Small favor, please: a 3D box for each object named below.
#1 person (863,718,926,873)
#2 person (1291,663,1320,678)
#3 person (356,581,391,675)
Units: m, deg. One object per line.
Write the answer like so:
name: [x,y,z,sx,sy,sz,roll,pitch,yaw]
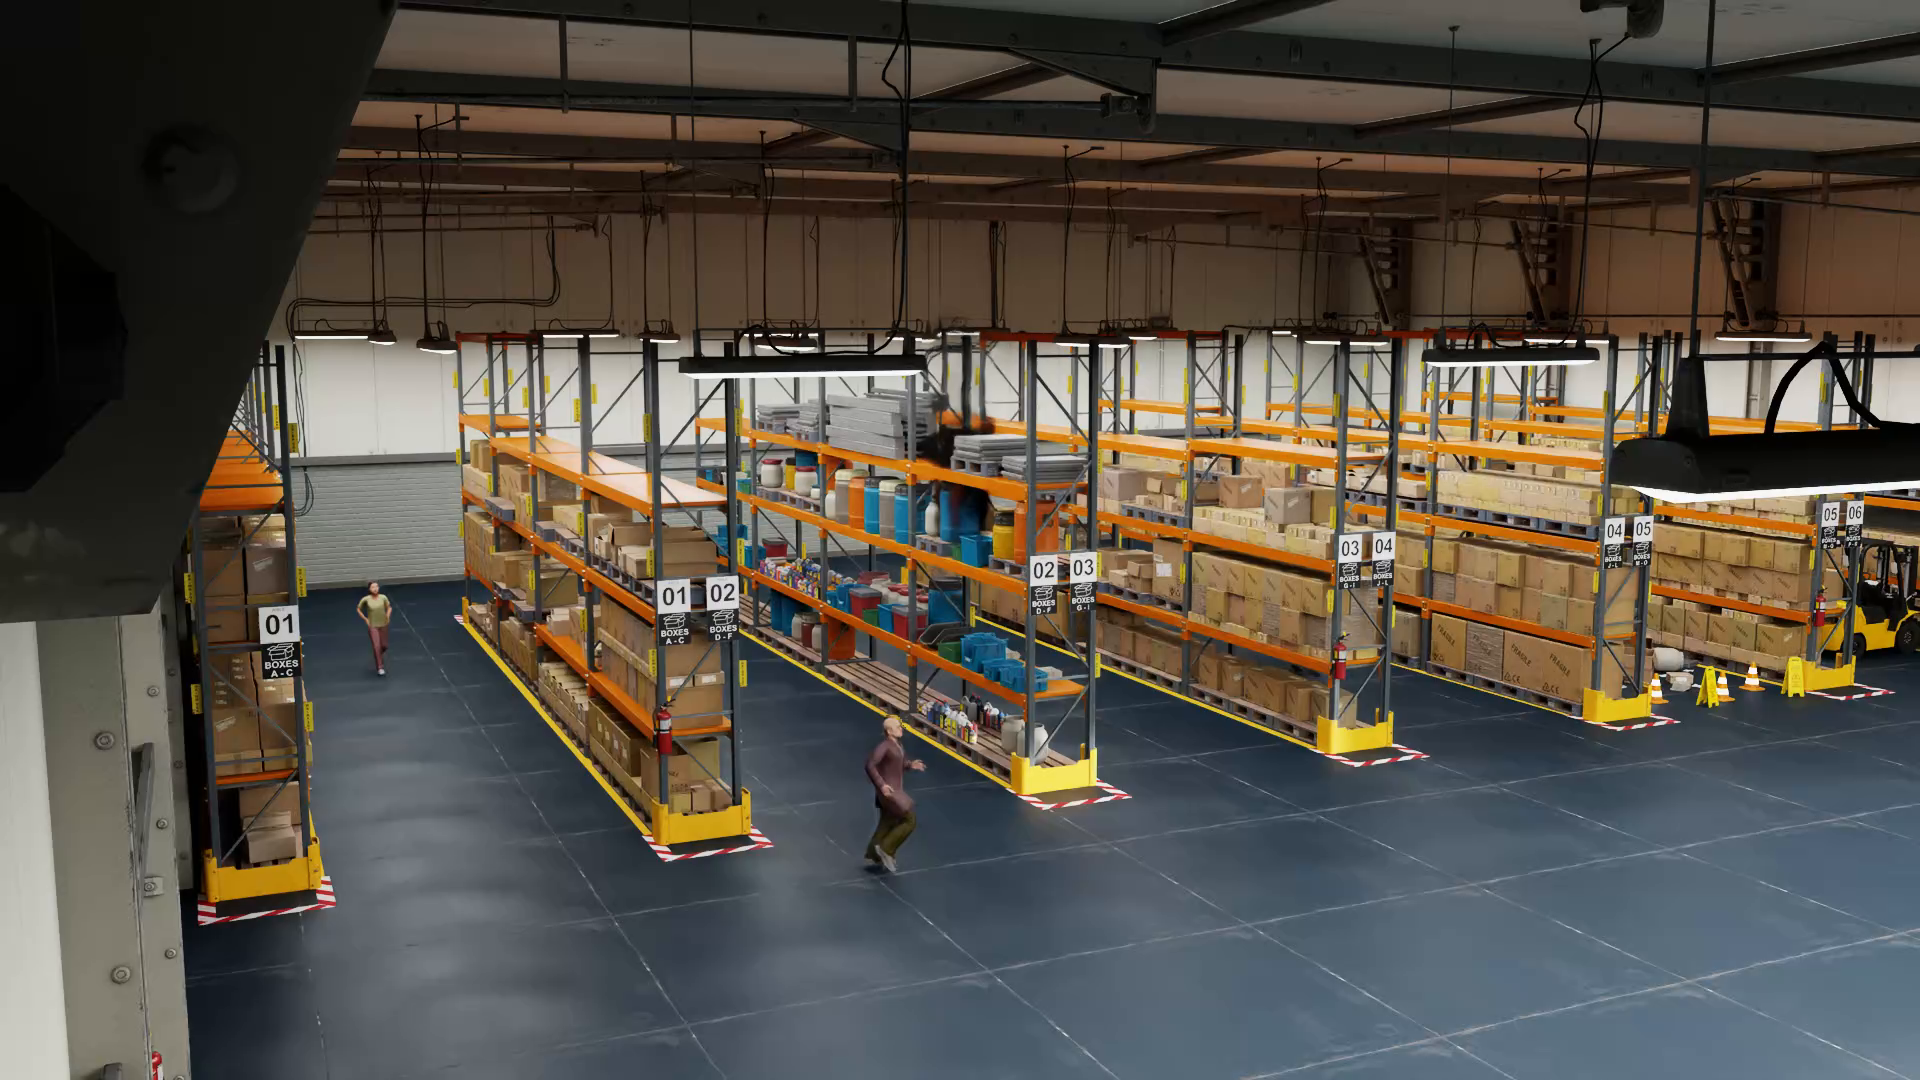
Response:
person: [-0.754,2.907,19.057,0.735,1.781,0.665,0,8,0]
person: [6.160,1.549,29.250,0.680,1.732,0.823,-5,9,-34]
person: [-10.396,1.535,29.577,0.596,1.649,0.765,-5,9,-32]
